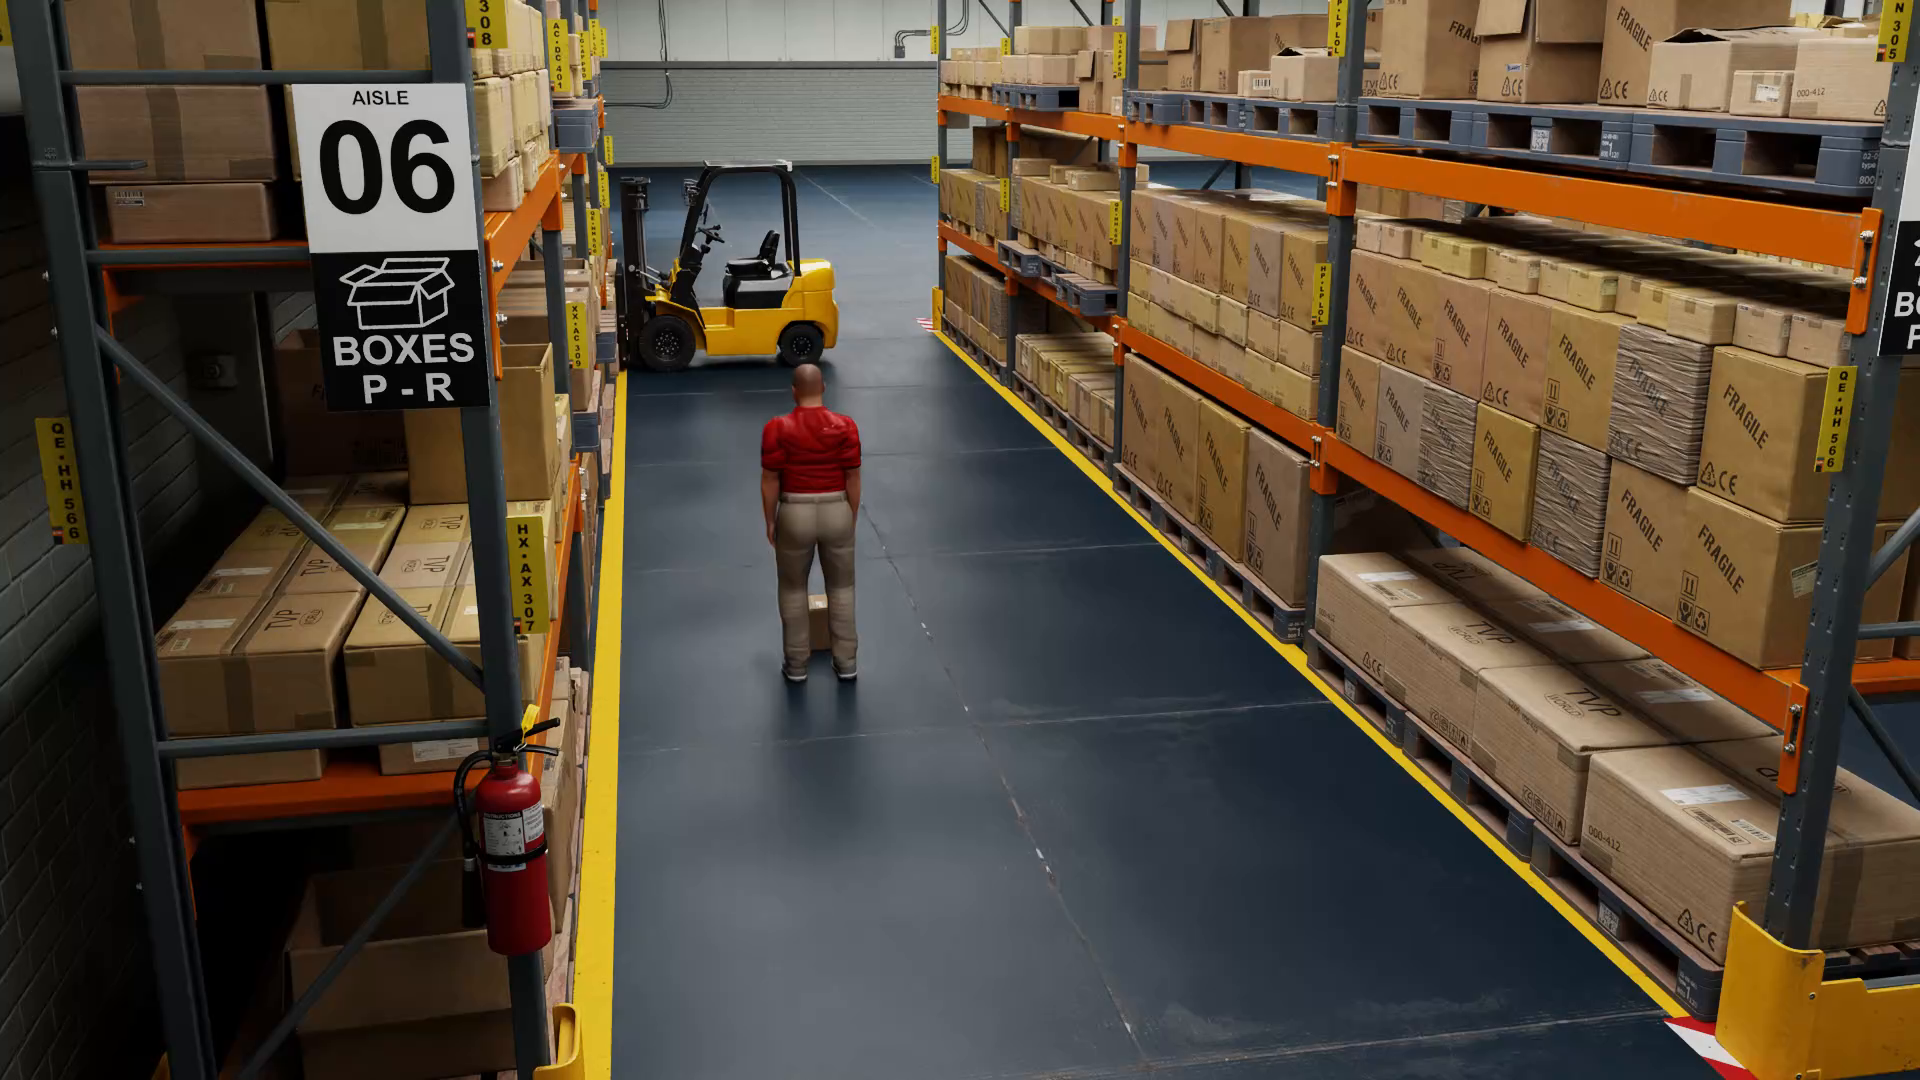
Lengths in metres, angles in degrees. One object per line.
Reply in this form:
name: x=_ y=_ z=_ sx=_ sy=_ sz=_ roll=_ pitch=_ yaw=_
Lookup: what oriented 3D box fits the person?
person: x=-0.795 y=-0.094 z=8.907 sx=0.528 sy=1.721 sz=0.360 roll=-3 pitch=16 yaw=-9
